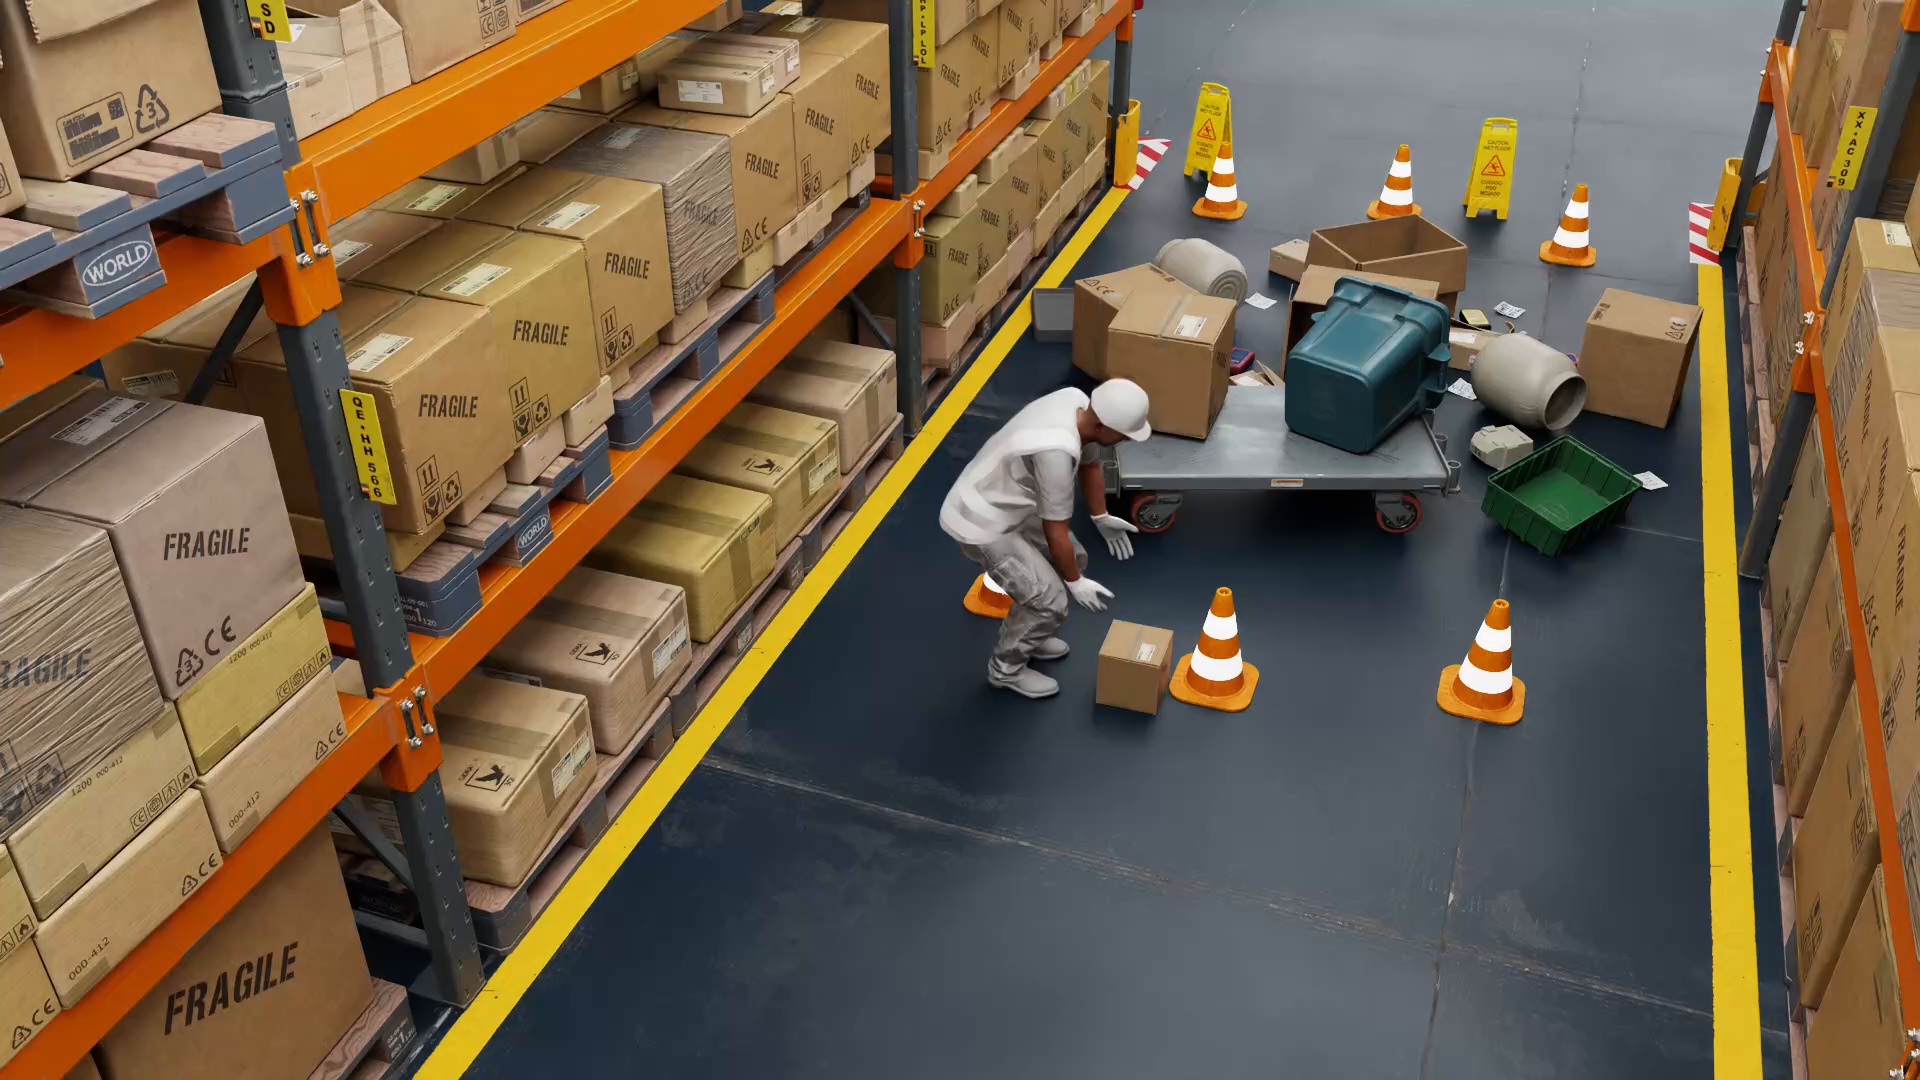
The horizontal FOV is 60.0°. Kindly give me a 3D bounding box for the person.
[{"bbox_3d":[0.333,-0.058,6.582,0.789,1.380,0.613,10,34,16],"label":"person"}]
